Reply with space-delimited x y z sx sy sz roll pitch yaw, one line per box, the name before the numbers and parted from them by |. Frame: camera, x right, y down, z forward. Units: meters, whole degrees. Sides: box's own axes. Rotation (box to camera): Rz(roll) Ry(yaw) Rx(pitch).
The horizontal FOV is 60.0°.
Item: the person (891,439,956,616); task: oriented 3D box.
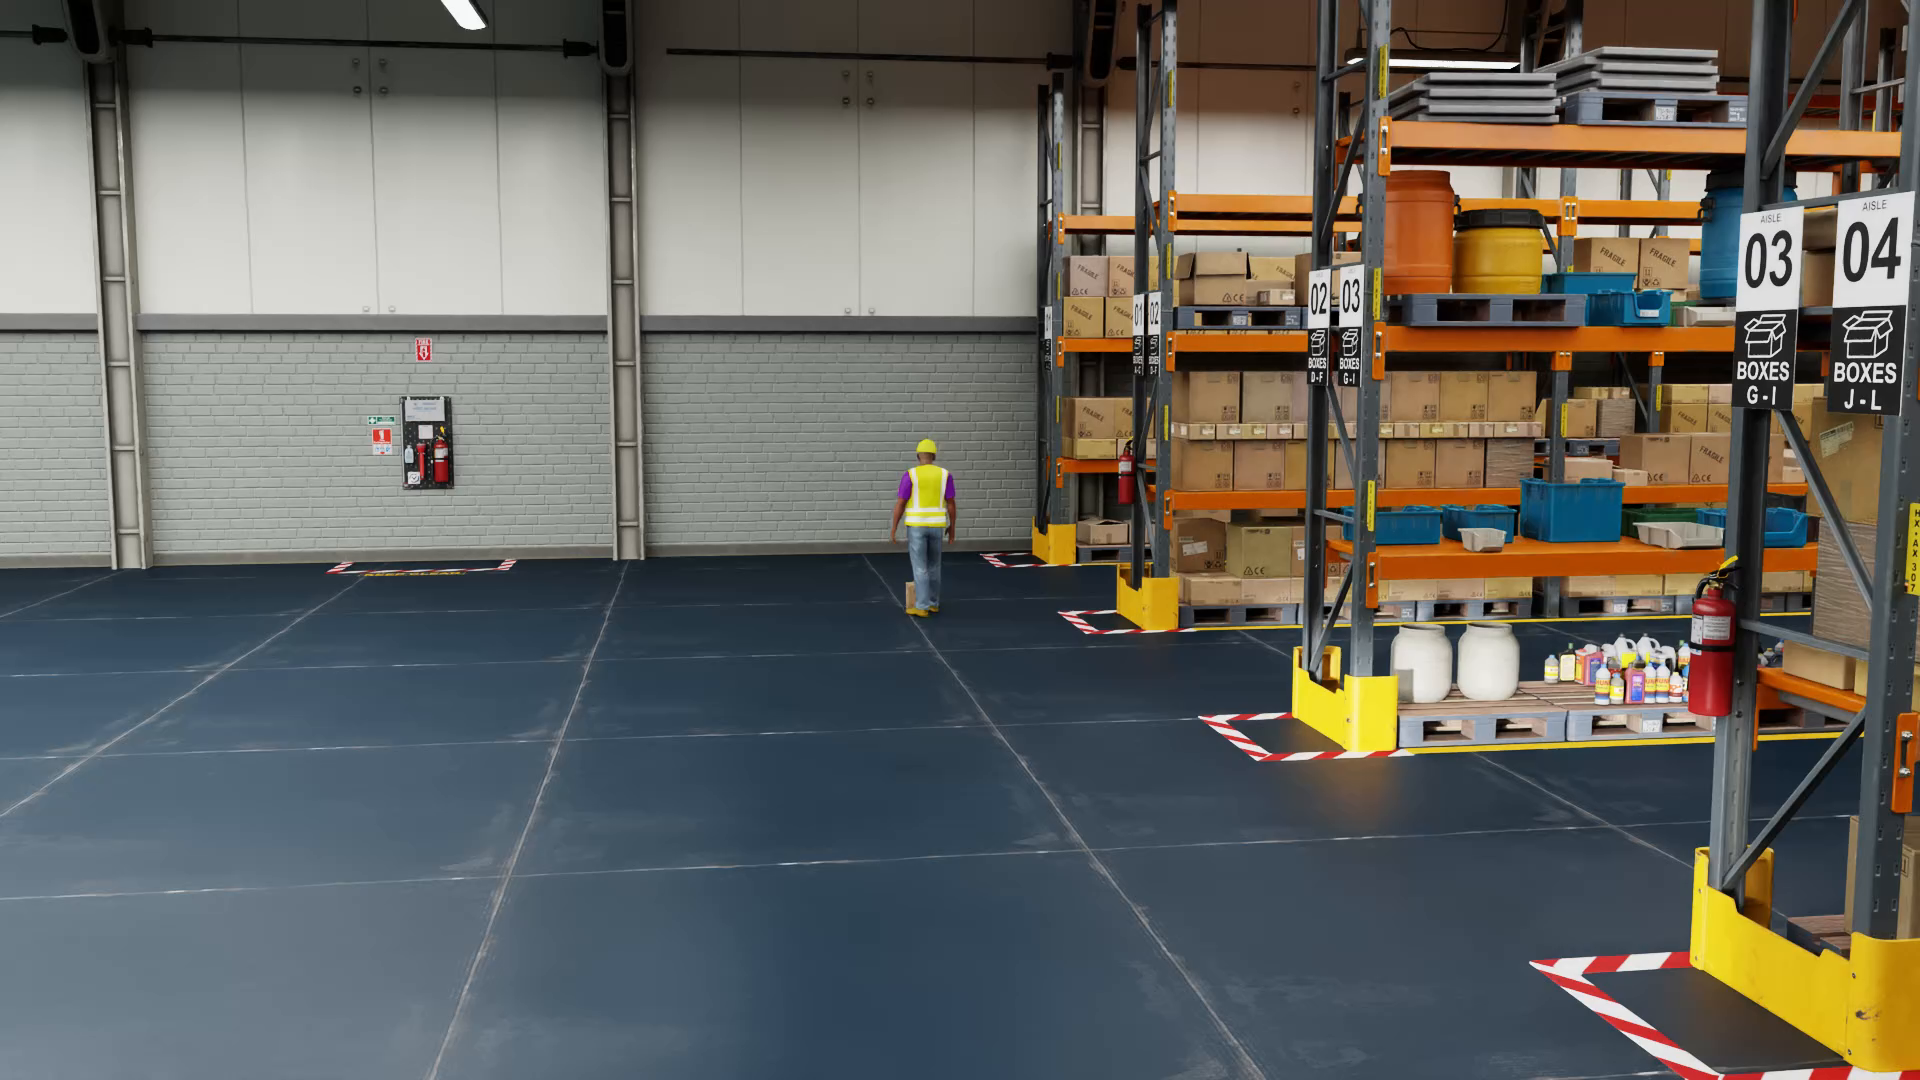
person | -0.397 -0.137 16.741 0.634 1.769 0.550 -2 7 -20
